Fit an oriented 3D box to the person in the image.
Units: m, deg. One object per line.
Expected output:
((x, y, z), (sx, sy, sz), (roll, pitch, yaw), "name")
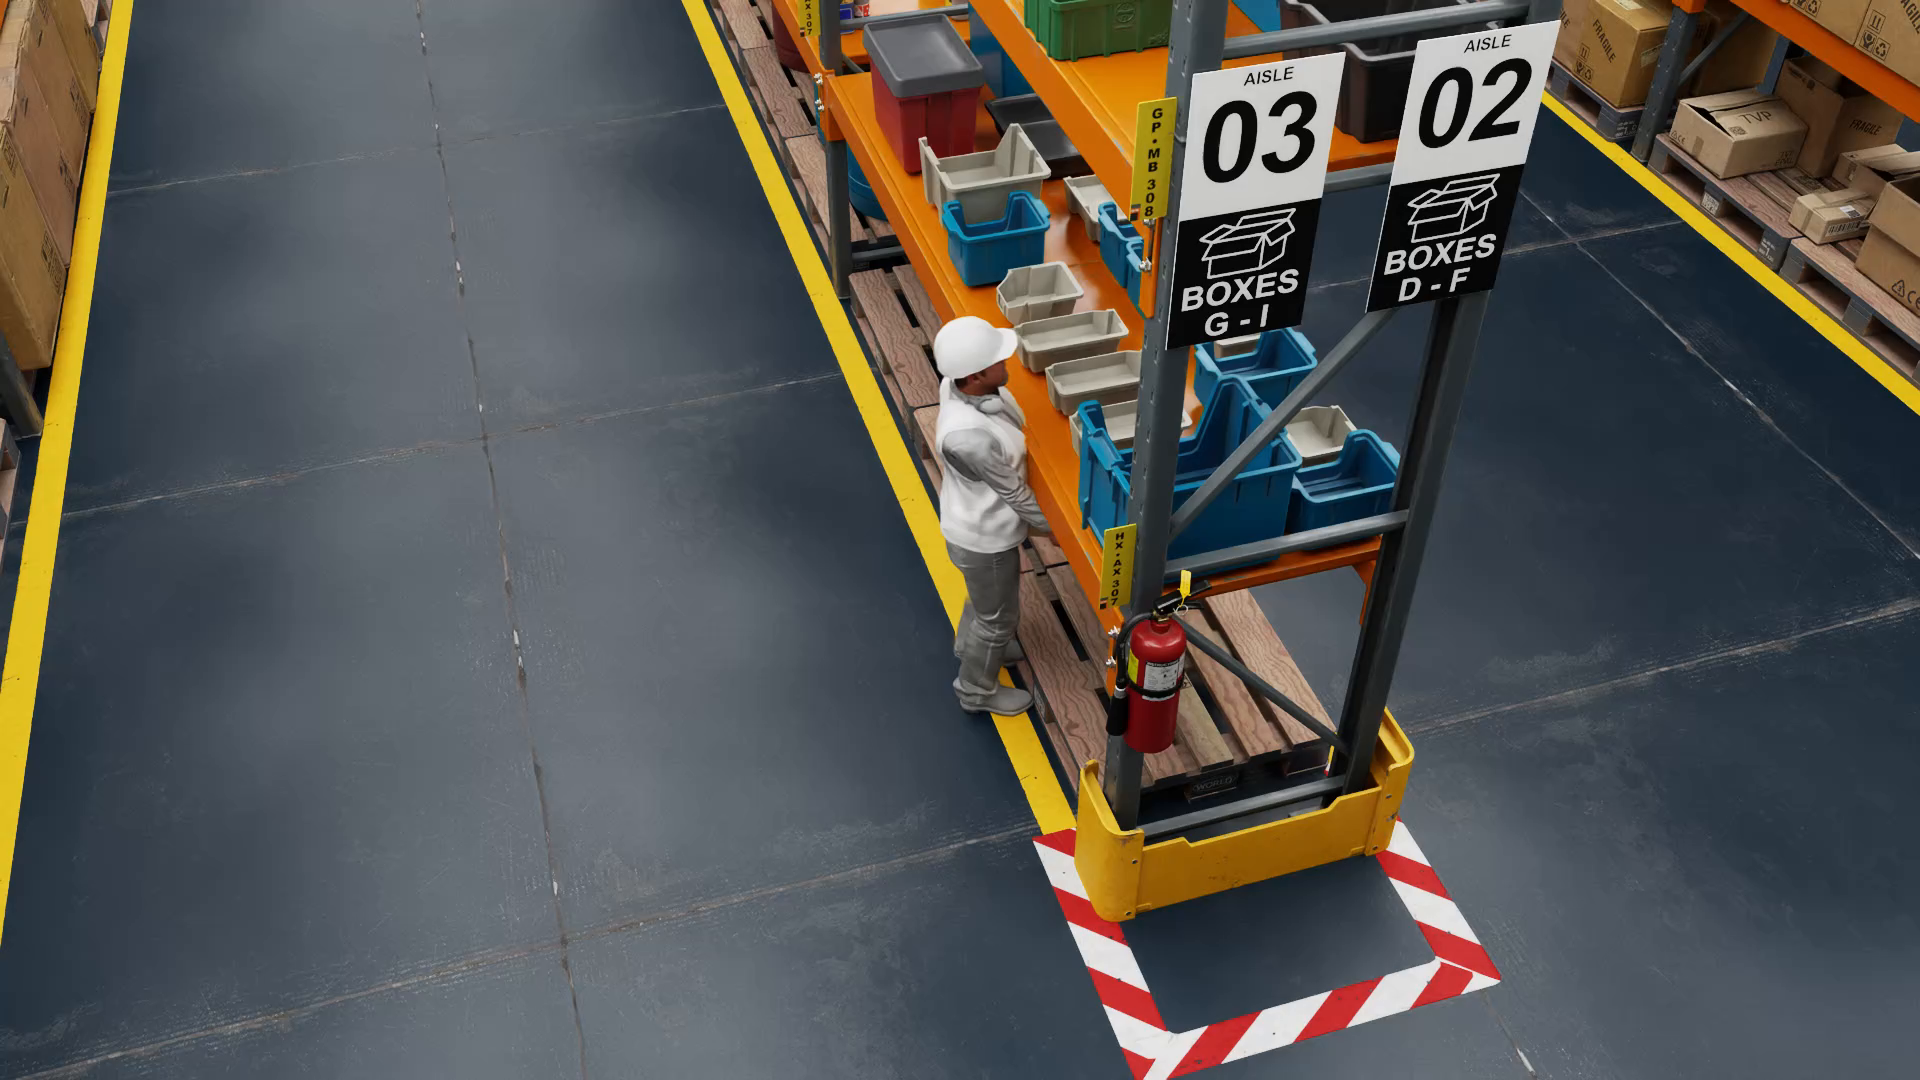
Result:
((0.193, -0.088, 6.245), (0.563, 1.762, 0.494), (0, 42, 0), "person")
